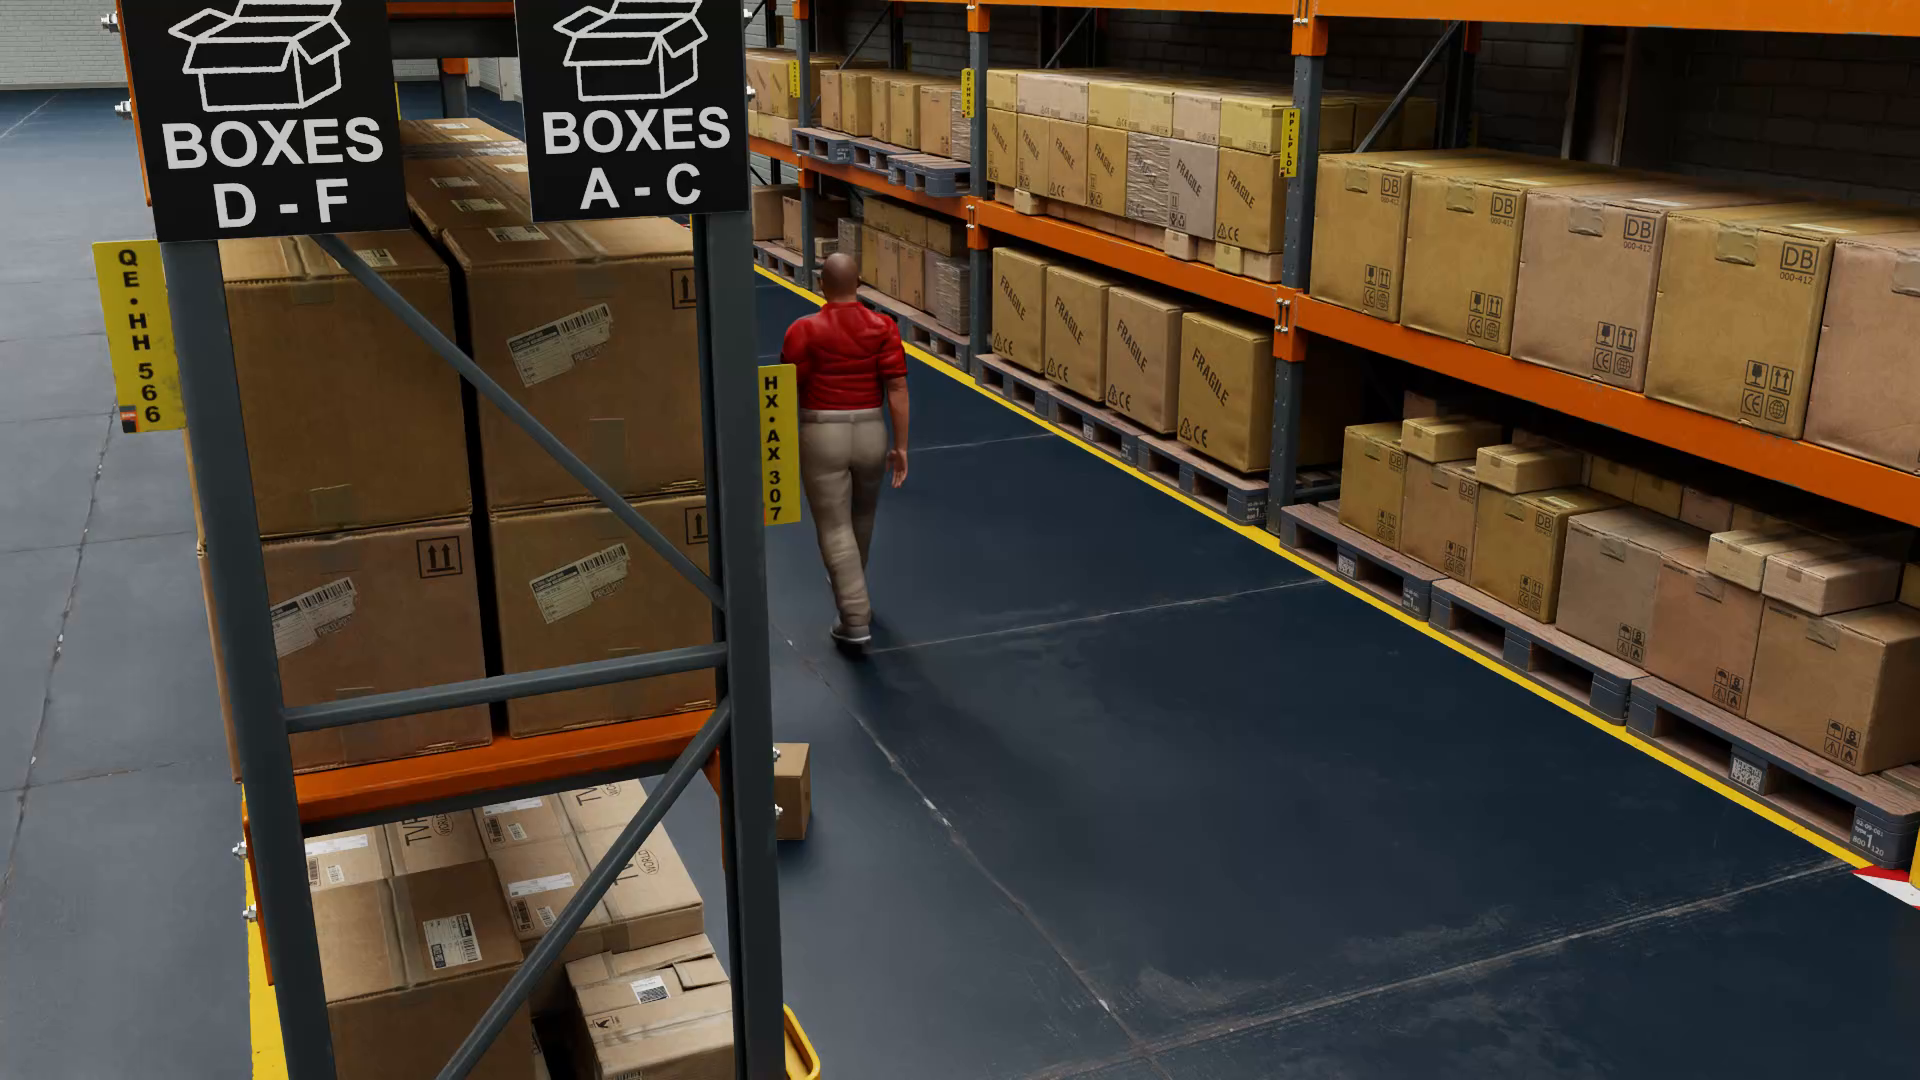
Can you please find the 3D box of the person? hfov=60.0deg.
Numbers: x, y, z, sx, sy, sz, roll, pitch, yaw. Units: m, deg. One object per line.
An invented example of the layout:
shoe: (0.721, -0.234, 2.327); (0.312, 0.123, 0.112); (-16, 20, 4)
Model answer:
person: (-0.551, -0.451, 7.393); (0.547, 1.673, 1.009); (-8, 20, -22)
